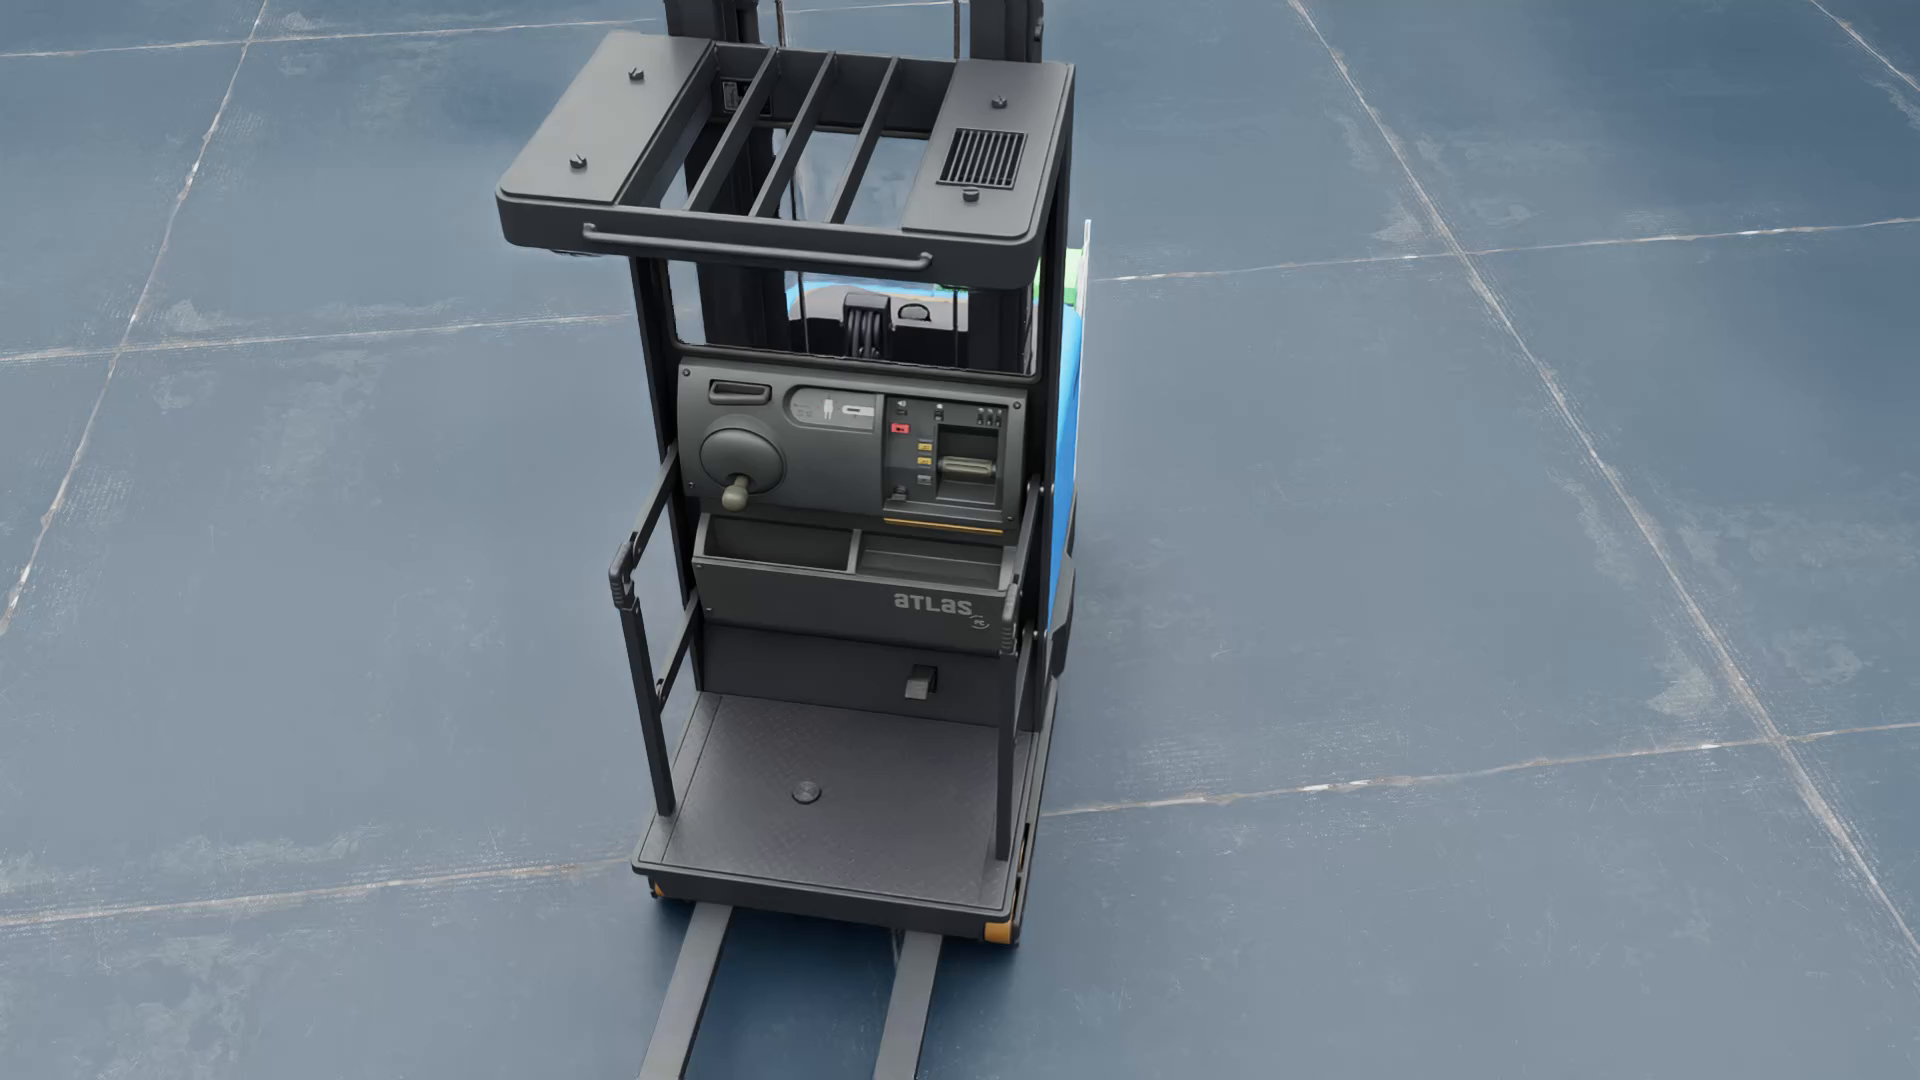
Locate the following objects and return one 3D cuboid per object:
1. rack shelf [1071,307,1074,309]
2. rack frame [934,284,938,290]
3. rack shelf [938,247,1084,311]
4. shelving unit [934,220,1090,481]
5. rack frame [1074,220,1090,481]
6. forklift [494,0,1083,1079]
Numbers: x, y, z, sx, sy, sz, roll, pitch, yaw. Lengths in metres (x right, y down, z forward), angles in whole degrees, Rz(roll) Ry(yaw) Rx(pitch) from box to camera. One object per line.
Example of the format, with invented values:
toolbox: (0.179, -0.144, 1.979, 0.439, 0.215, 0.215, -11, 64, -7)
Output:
rack shelf: (0.177, -0.723, 5.892, 0.480, 0.148, 0.258, 6, 42, 7)
rack frame: (-0.064, -0.618, 6.038, 0.015, 1.200, 0.240, 6, 42, 7)
rack shelf: (0.177, -0.901, 5.731, 0.480, 0.148, 0.258, 6, 42, 7)
shelving unit: (0.177, -0.591, 6.009, 0.503, 1.200, 0.258, 6, 42, 7)
rack frame: (0.418, -0.565, 5.980, 0.015, 1.200, 0.240, 6, 42, 7)
forklift: (-0.324, -0.160, 4.239, 1.130, 2.935, 3.031, 6, 42, 7)
